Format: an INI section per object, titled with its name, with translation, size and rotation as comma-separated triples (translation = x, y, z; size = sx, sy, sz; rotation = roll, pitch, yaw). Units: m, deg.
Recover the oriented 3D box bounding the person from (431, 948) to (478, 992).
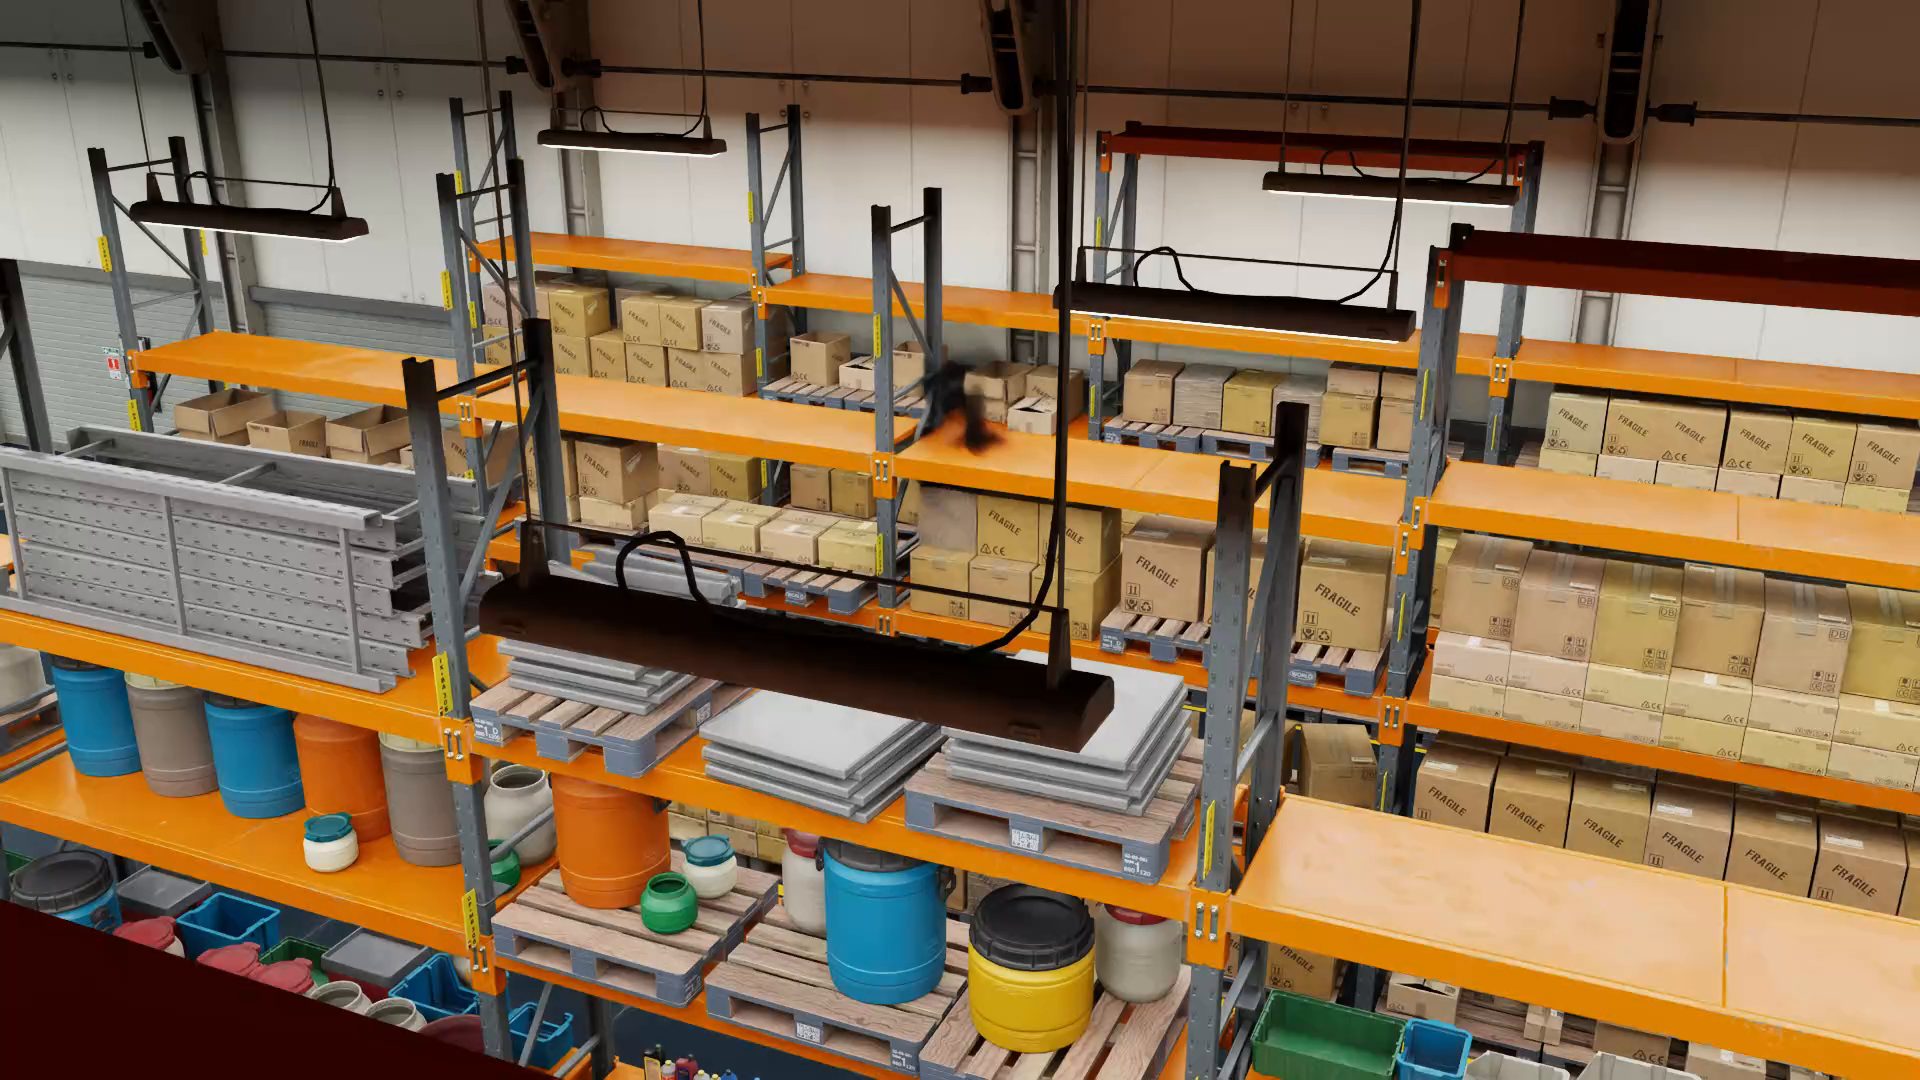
[person]
translation = -3.879, 2.828, 12.606
size = 0.858, 1.822, 0.646
rotation = 5, 21, 14
